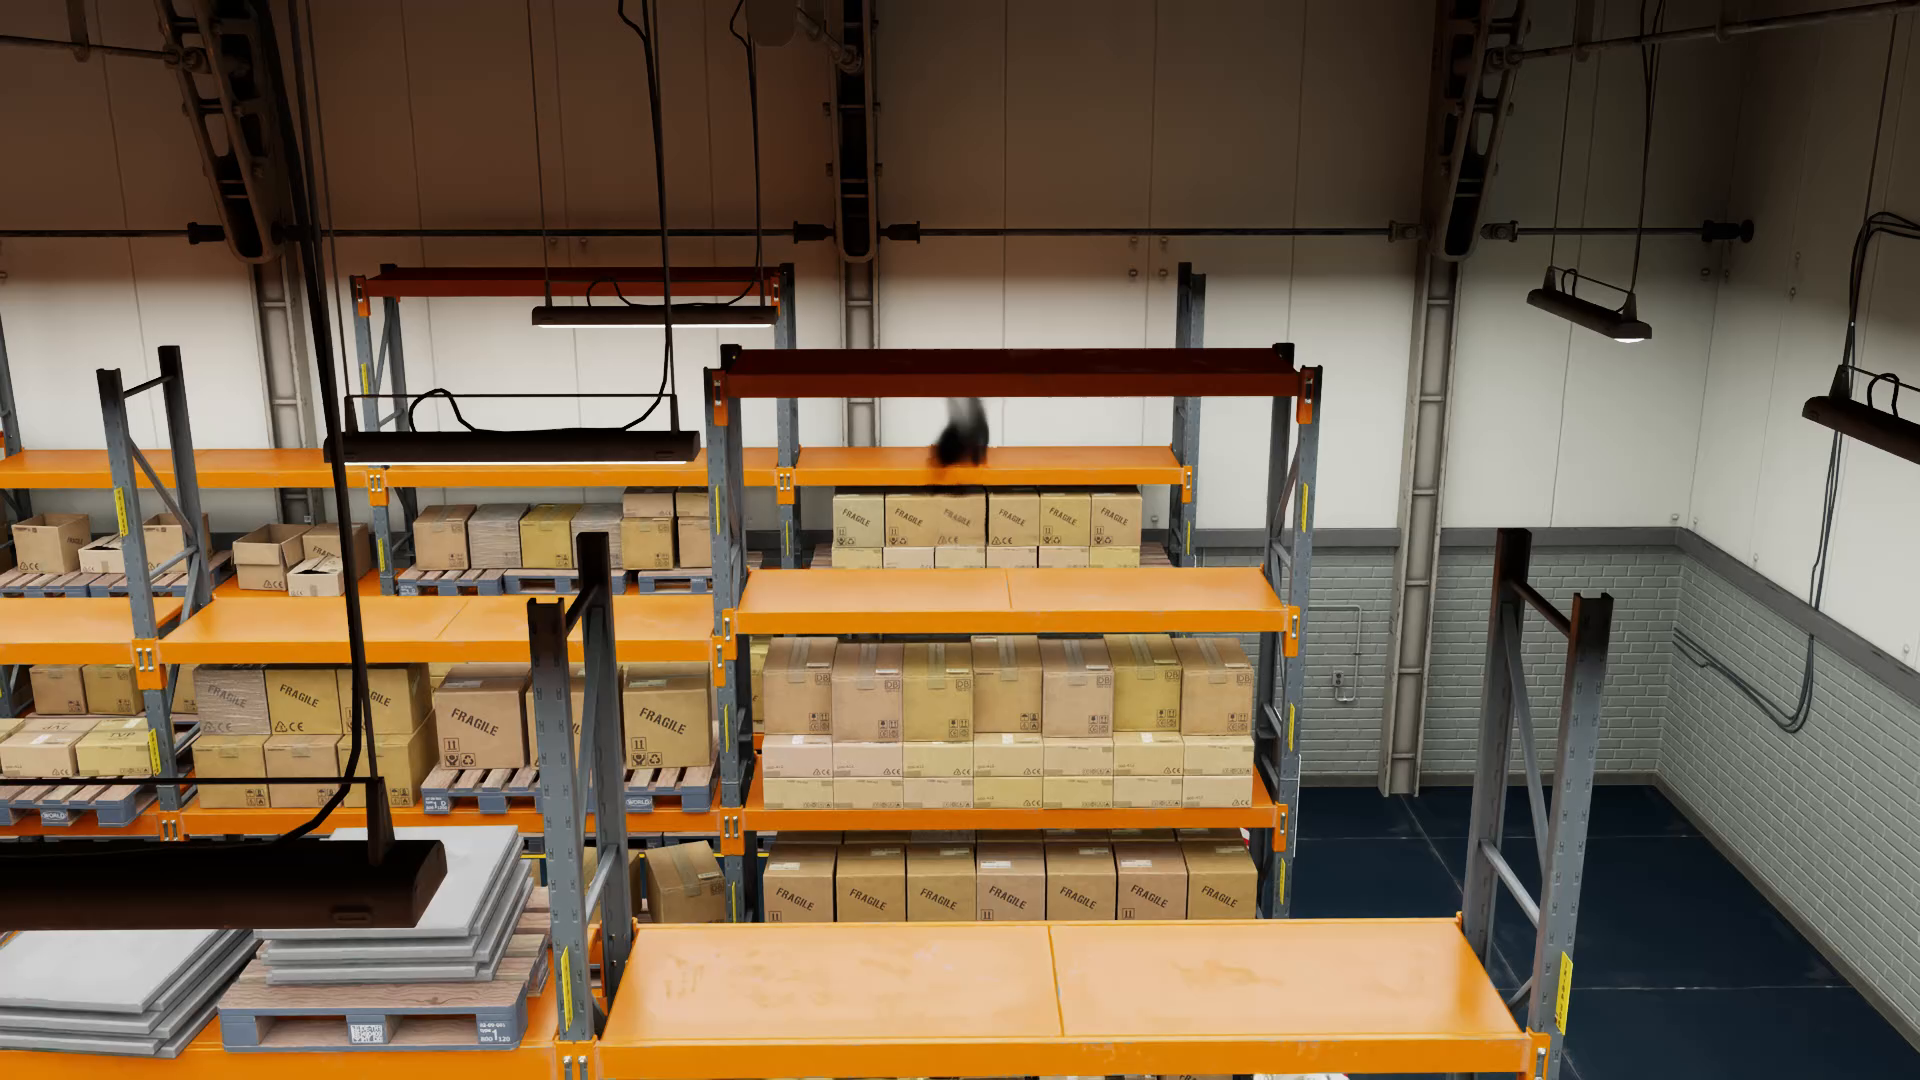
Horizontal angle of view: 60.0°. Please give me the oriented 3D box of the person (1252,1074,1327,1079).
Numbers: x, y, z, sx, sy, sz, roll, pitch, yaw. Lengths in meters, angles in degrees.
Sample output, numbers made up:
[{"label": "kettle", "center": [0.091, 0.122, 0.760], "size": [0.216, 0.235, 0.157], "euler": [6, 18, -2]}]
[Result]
[{"label": "person", "center": [2.336, 4.030, 11.613], "size": [0.732, 1.744, 0.736], "euler": [-6, 17, -19]}]
